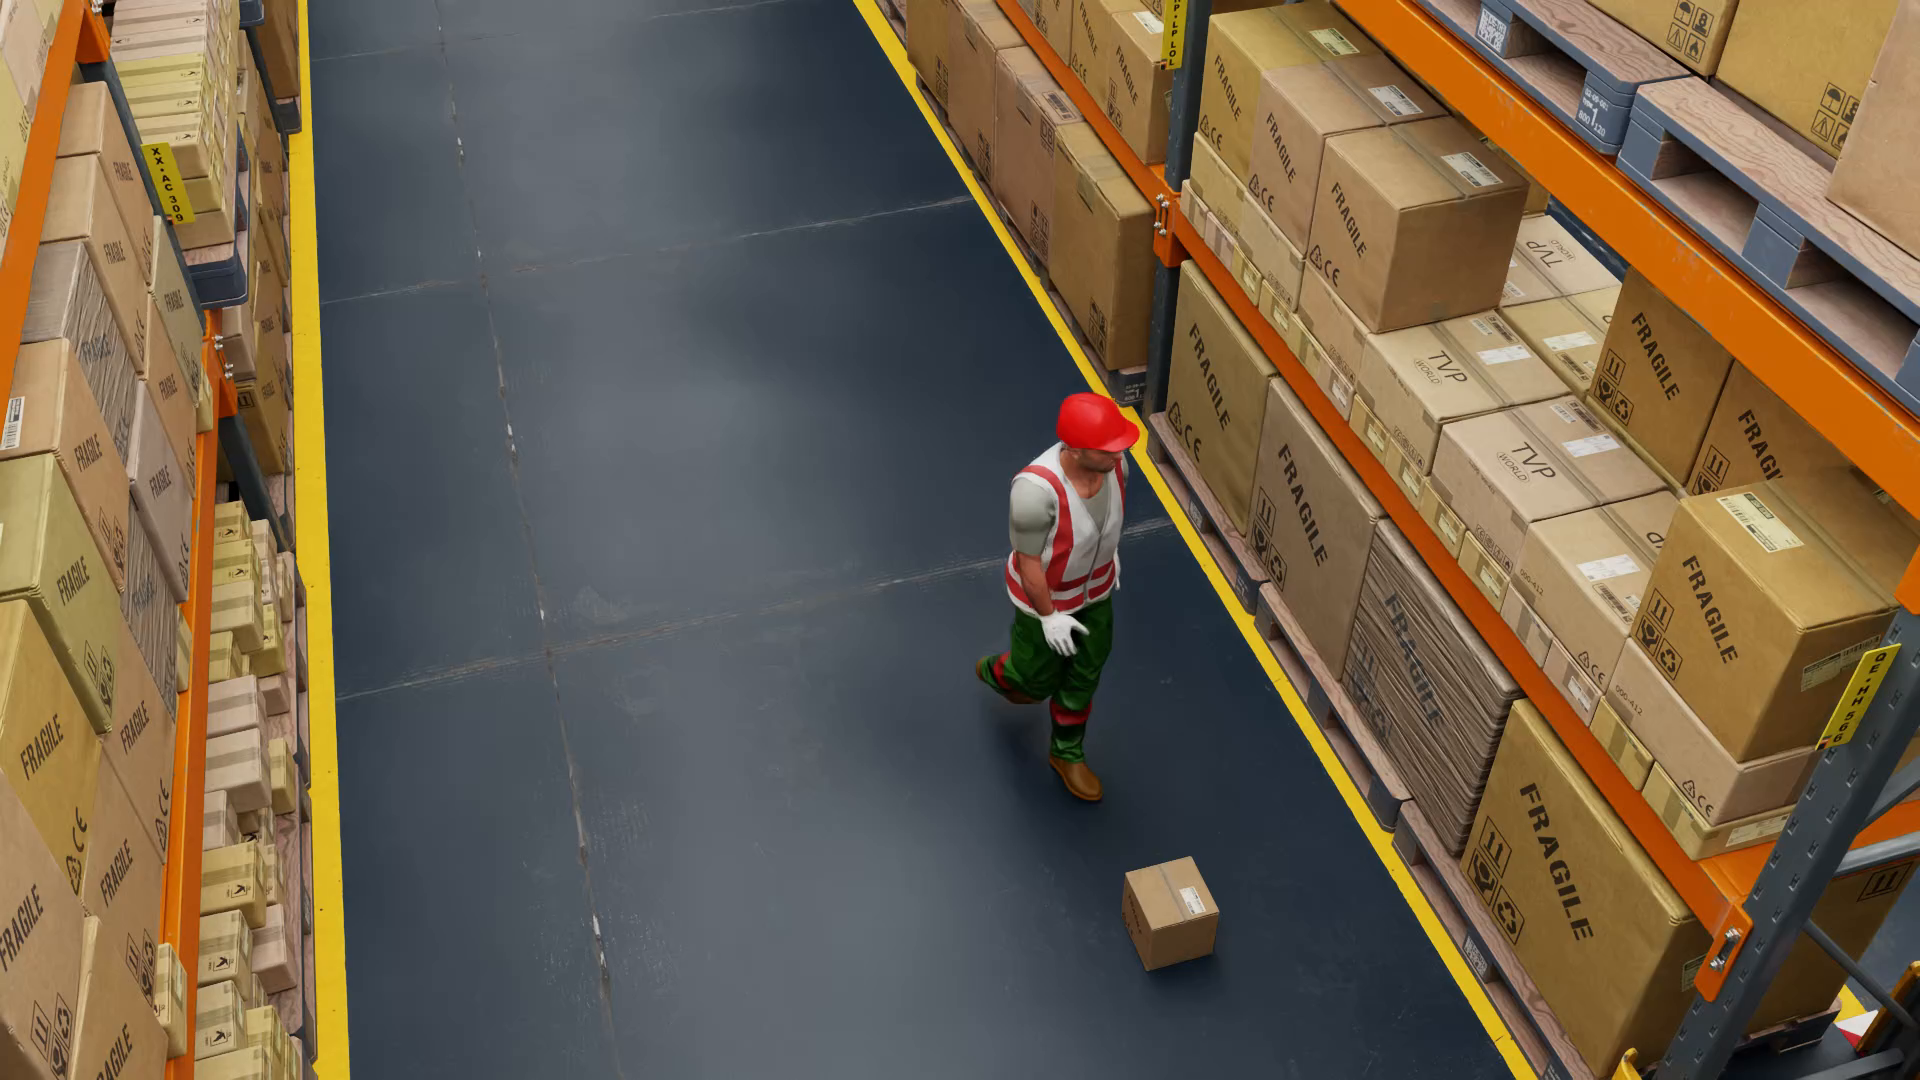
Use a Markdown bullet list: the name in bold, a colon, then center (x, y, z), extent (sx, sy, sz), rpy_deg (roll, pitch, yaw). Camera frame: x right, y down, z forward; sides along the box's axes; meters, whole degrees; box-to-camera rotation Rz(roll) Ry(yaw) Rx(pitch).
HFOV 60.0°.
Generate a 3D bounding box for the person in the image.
- **person**: center (2.048, -3.837, 10.422), extent (10.024, 1.784, 8.701), rpy_deg (-24, 47, -25)
